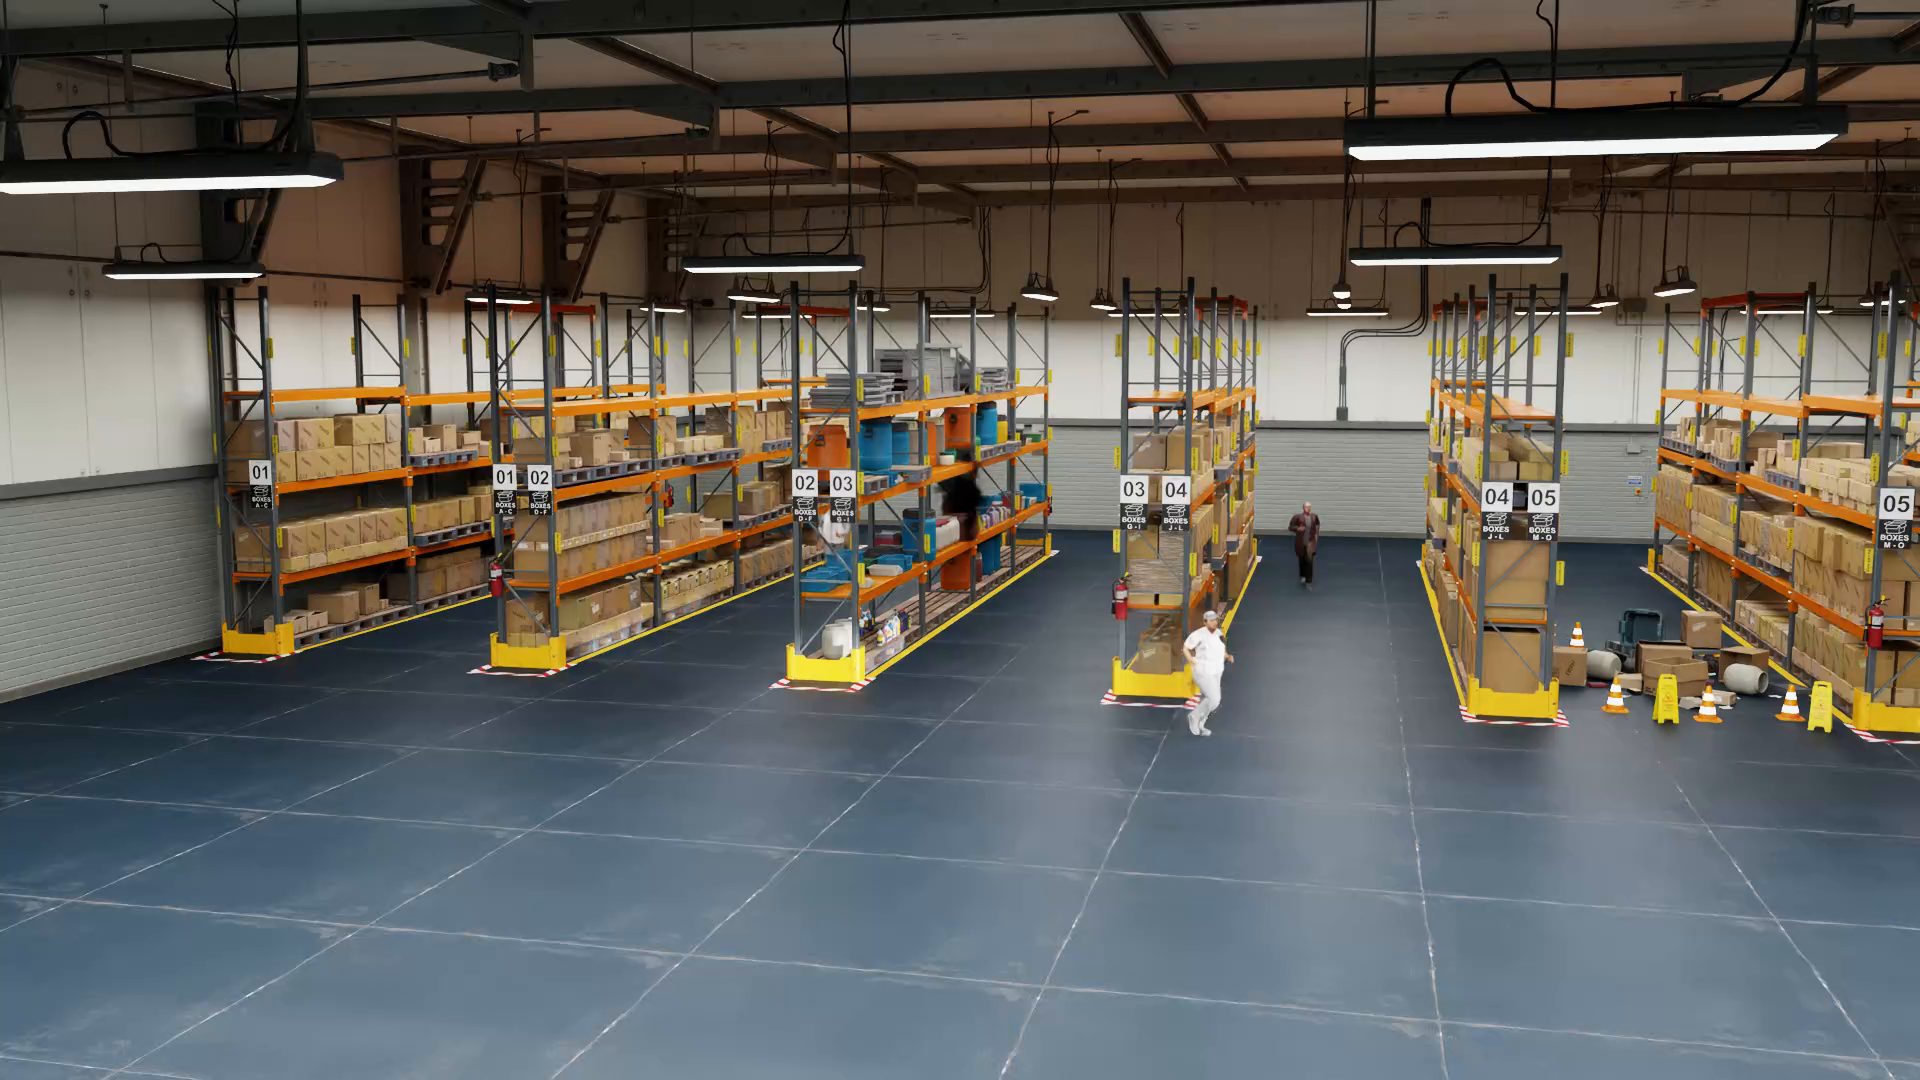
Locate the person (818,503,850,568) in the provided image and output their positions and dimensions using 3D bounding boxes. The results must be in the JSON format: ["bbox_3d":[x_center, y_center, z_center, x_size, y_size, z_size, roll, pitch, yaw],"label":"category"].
[{"bbox_3d":[-2.523,0.061,33.021,0.667,1.755,0.716,1,7,6],"label":"person"}]

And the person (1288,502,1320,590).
[{"bbox_3d":[7.233,0.110,34.979,0.673,1.841,0.907,1,7,7],"label":"person"}]

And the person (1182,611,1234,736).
[{"bbox_3d":[3.247,1.723,21.505,0.586,1.633,0.592,-5,8,-39],"label":"person"}]
